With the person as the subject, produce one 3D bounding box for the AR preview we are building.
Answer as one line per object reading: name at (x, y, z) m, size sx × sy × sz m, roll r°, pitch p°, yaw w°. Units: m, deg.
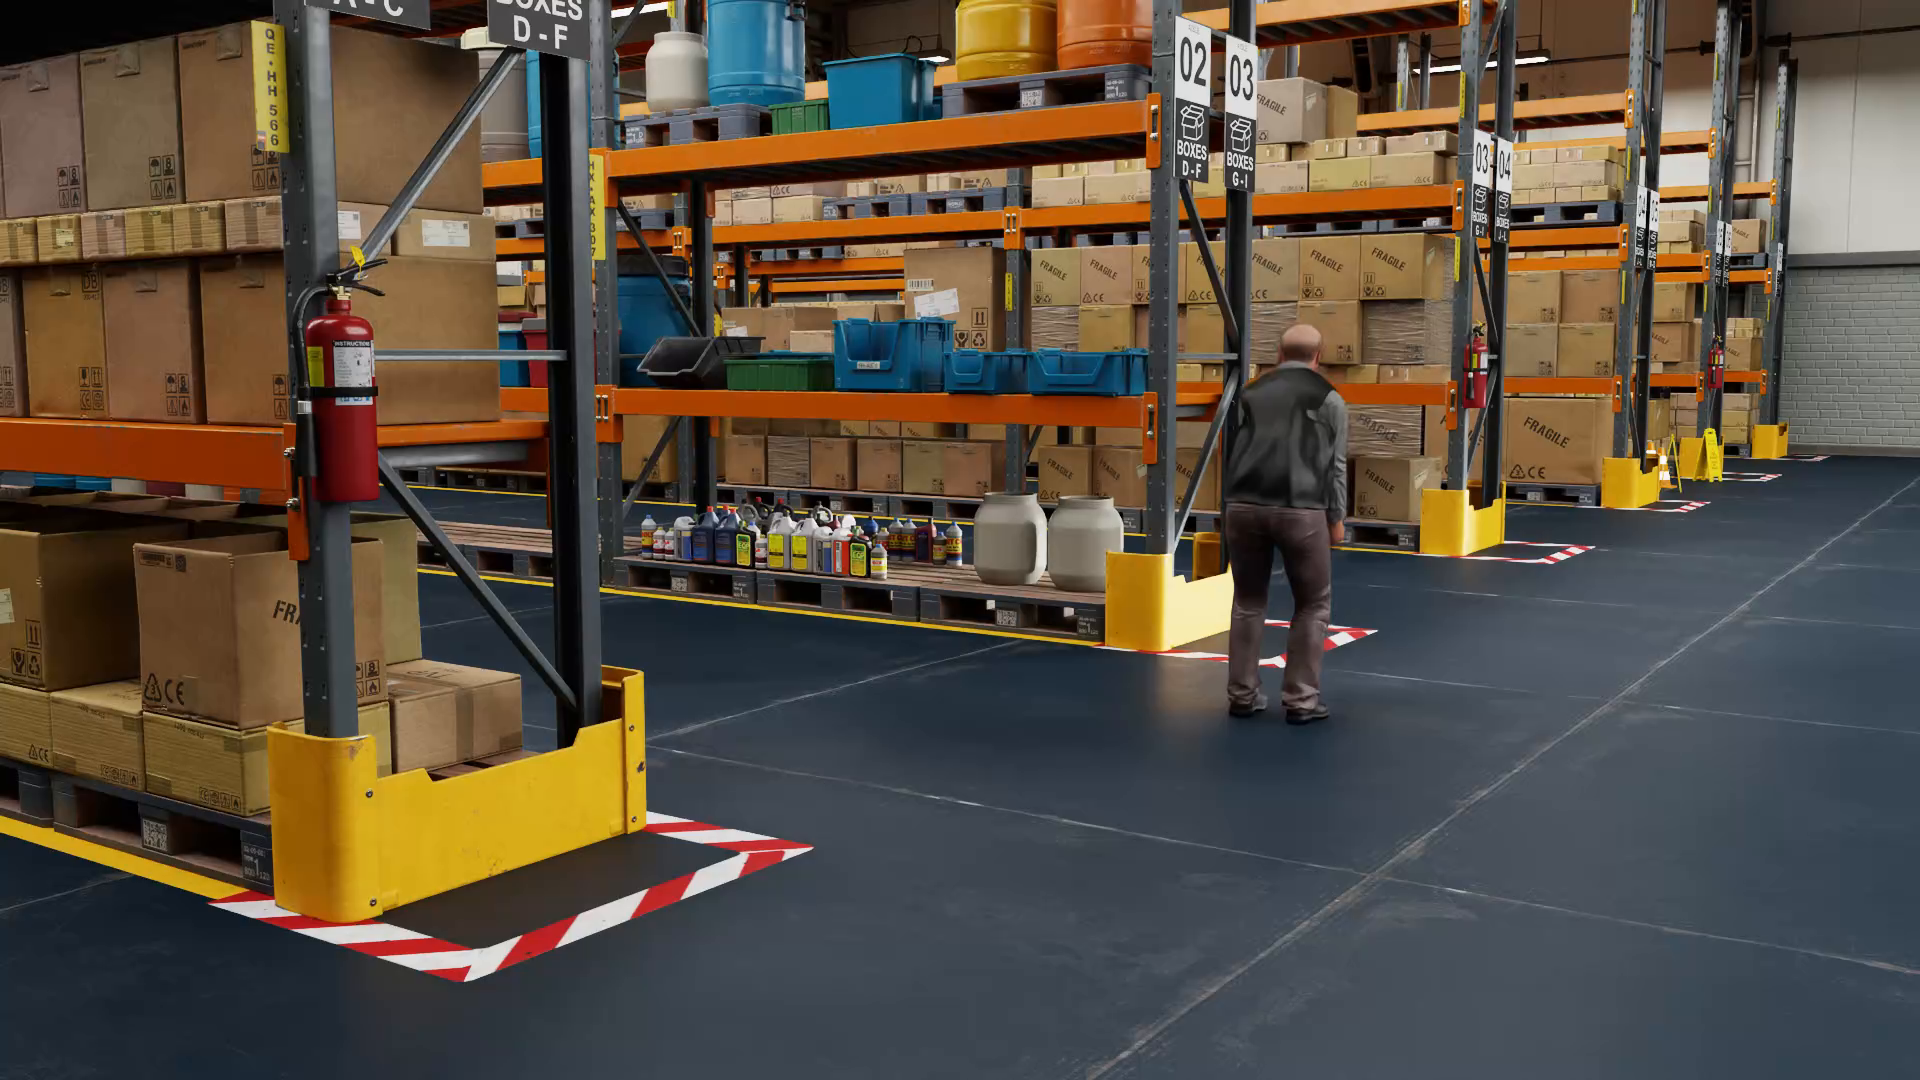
person at (1.364, -0.083, 7.005) m, size 0.477 × 1.648 × 0.612 m, roll 4°, pitch 7°, yaw 32°
